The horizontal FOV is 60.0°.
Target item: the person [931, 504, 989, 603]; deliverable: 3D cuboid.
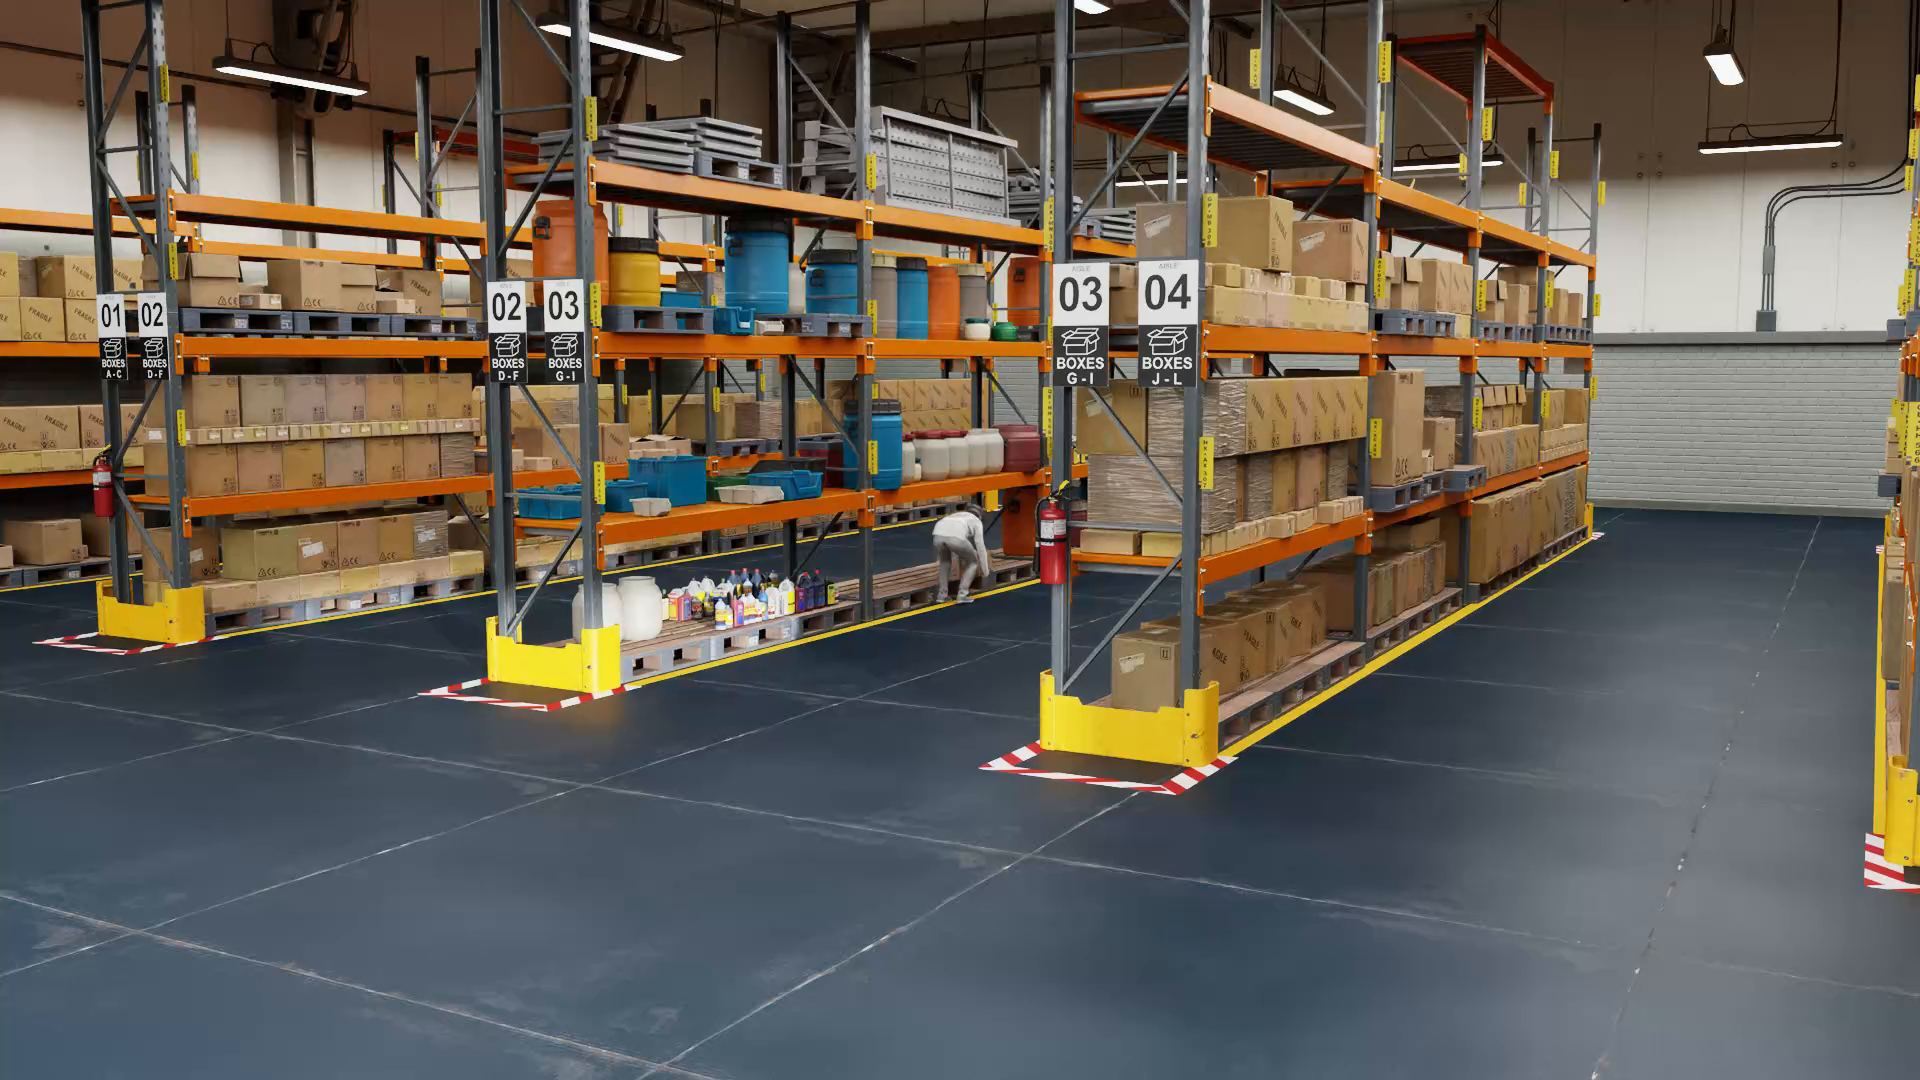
[{"bbox_3d":[0.010,0.151,17.956,0.452,1.032,0.921,3,7,26],"label":"person"}]
